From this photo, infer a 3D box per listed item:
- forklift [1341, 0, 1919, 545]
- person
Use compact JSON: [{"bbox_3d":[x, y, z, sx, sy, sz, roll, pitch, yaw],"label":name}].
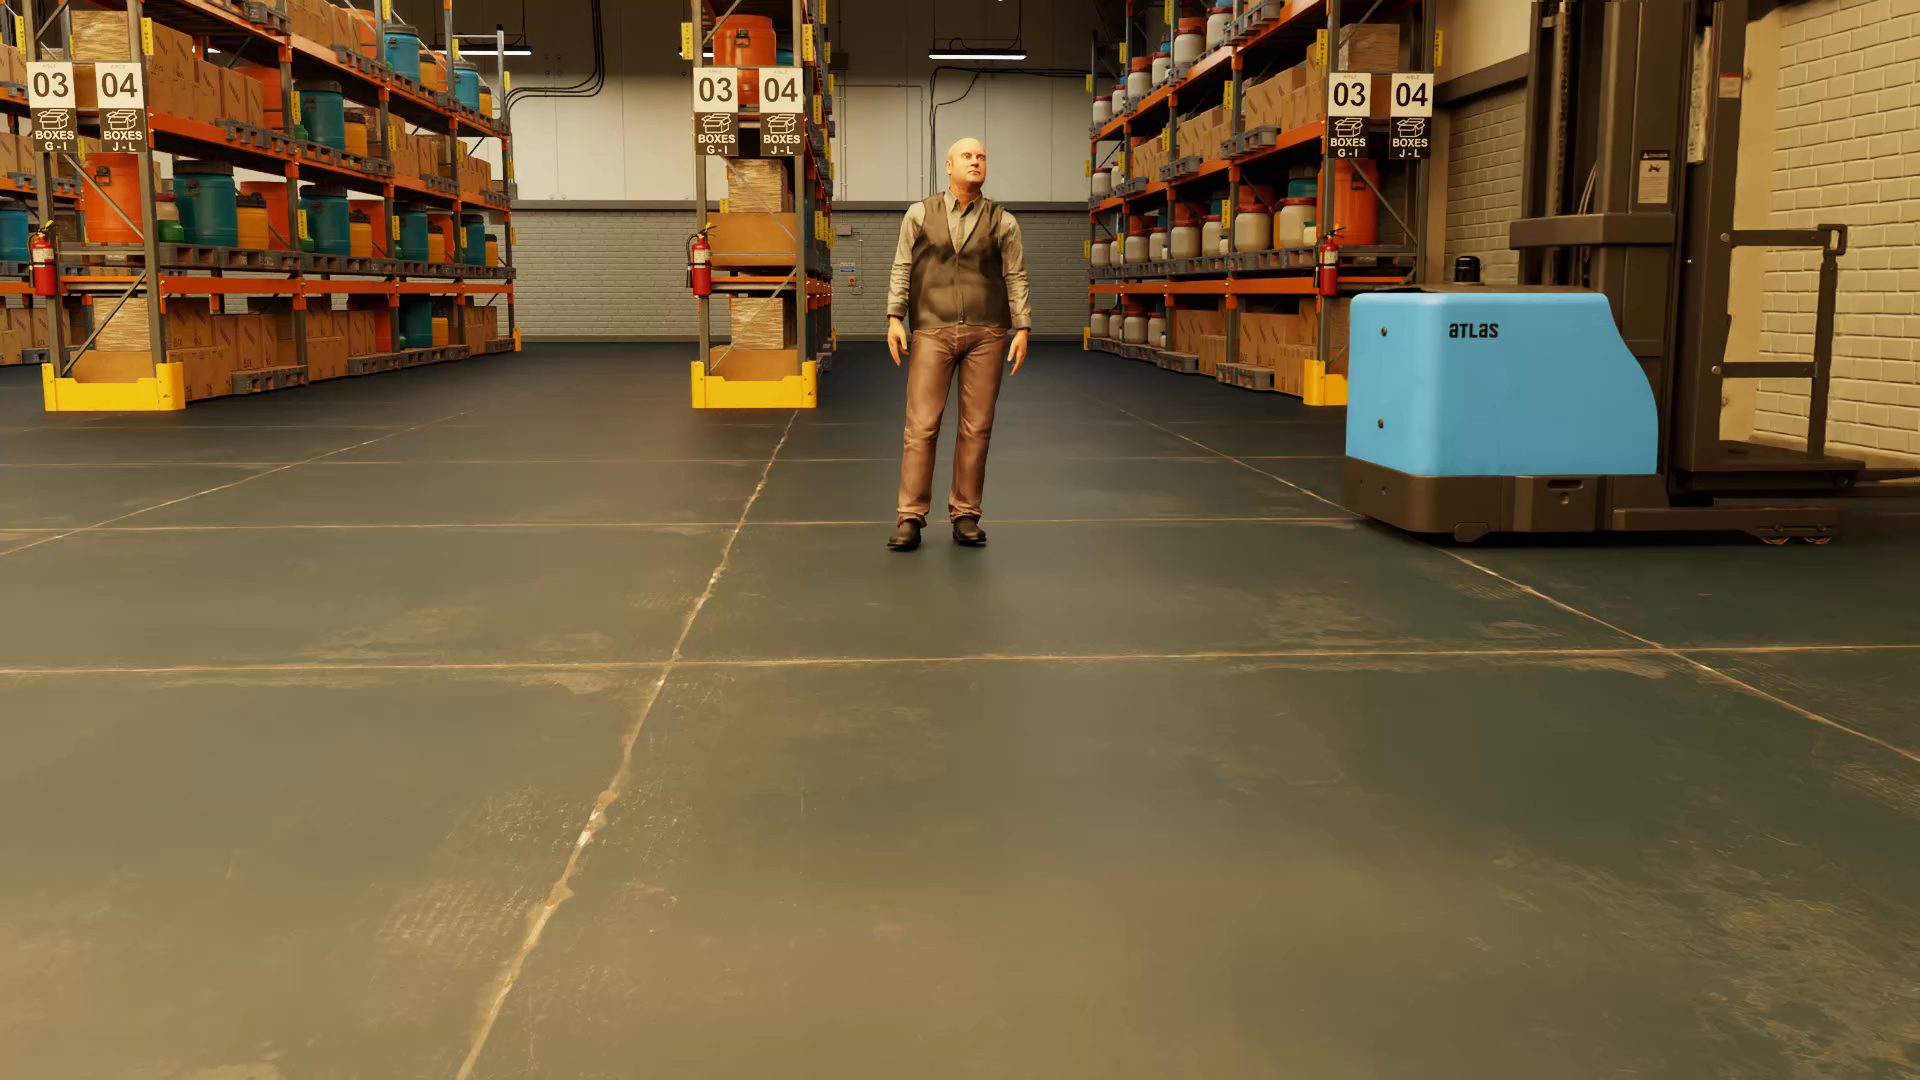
[{"bbox_3d":[3.369,-1.503,7.454,3.031,2.935,1.130,-1,8,-5],"label":"forklift"},{"bbox_3d":[-0.004,-0.850,7.121,0.632,1.720,0.568,-1,8,-4],"label":"person"}]
